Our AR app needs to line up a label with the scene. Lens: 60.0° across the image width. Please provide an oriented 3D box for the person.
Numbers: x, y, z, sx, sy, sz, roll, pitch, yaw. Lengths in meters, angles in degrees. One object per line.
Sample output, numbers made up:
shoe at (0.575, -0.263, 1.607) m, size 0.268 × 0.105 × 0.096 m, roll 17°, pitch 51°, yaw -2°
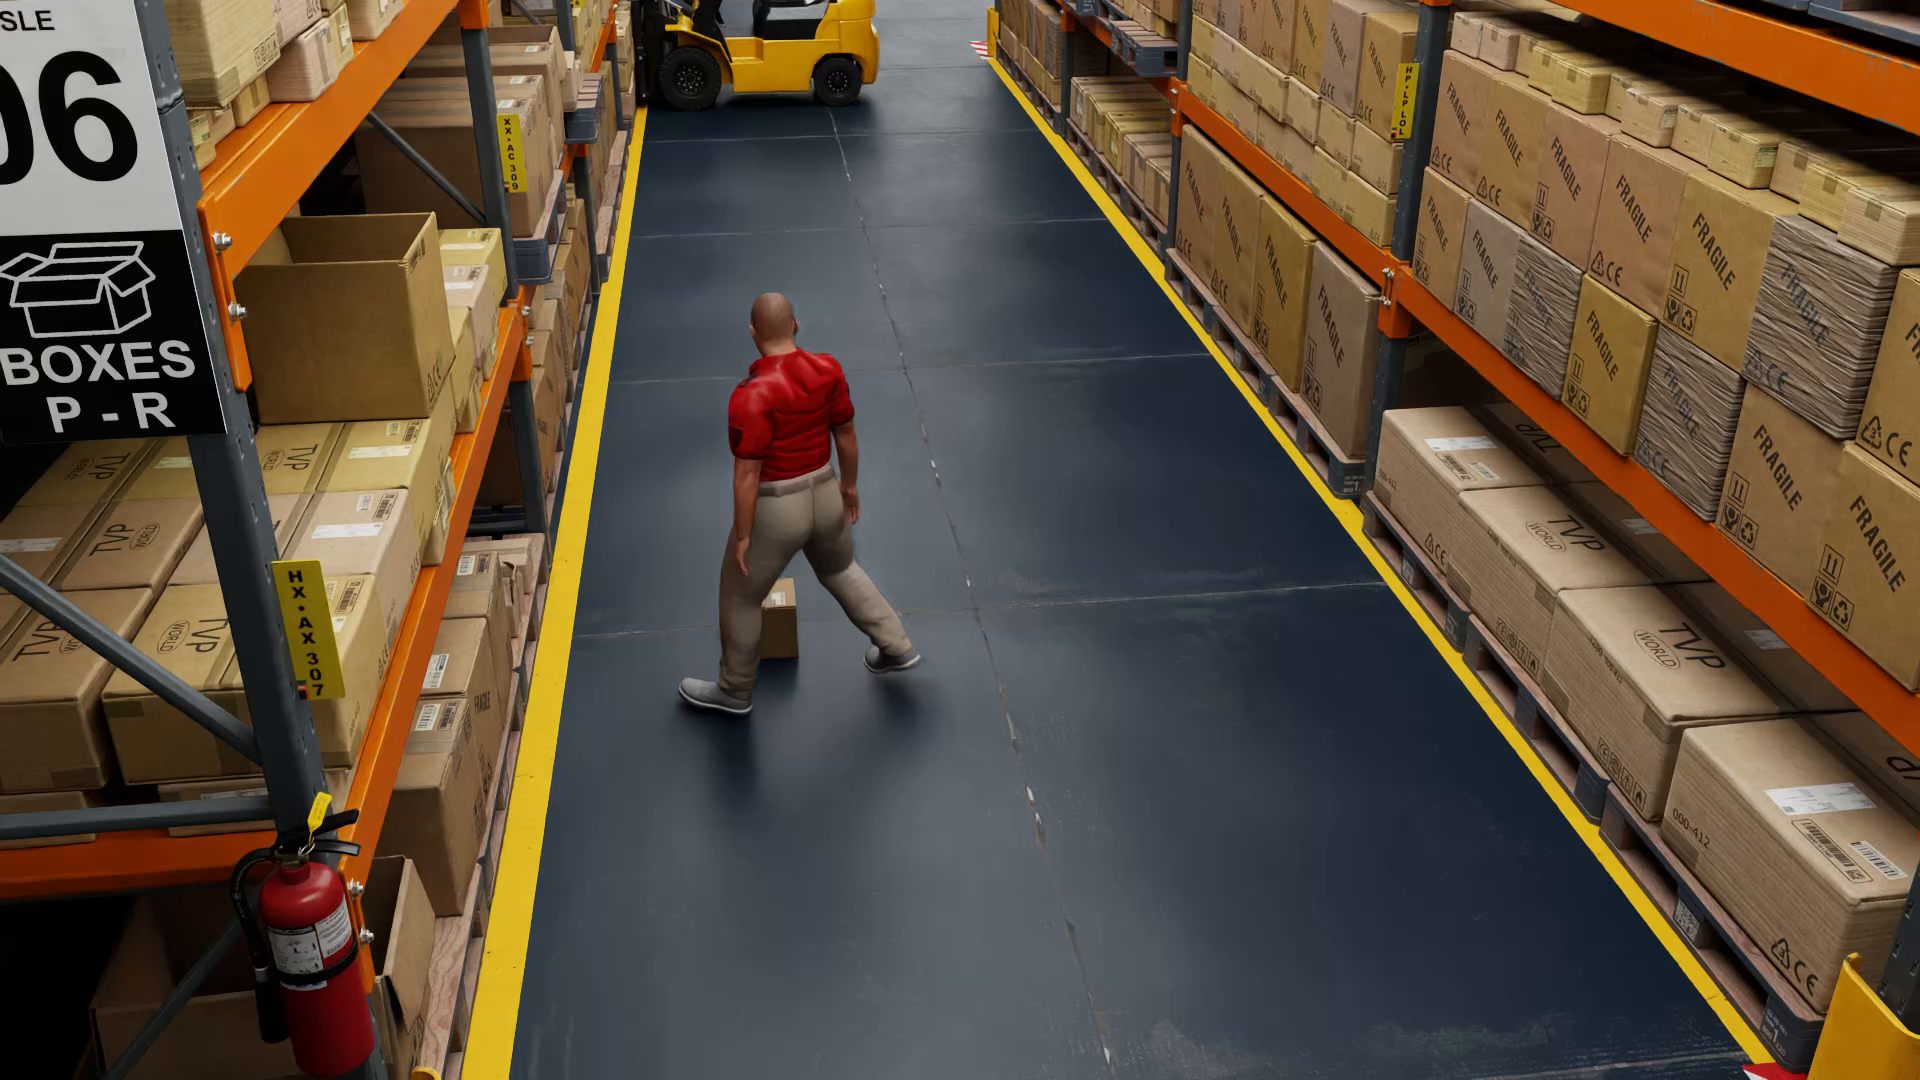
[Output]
person at (-0.639, -0.128, 6.396) m, size 0.724 × 1.703 × 0.769 m, roll 23°, pitch 35°, yaw 38°
